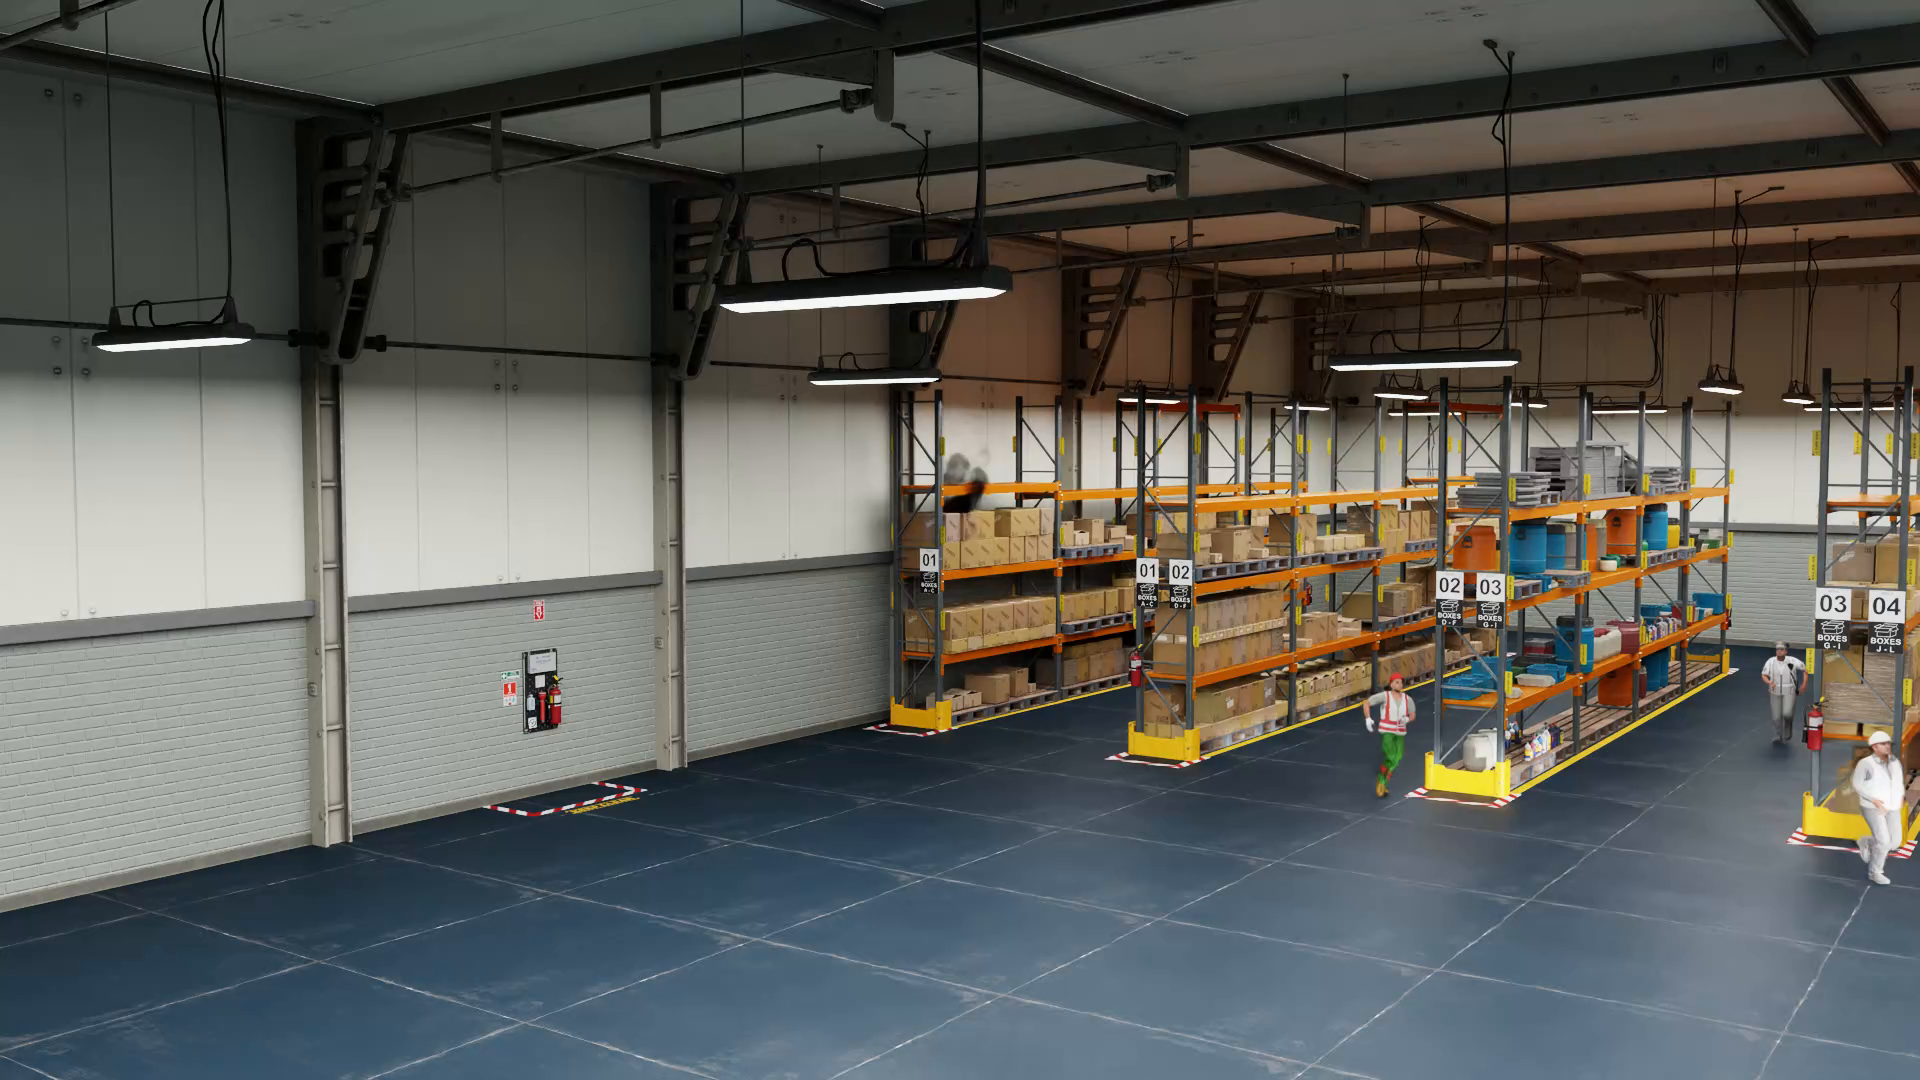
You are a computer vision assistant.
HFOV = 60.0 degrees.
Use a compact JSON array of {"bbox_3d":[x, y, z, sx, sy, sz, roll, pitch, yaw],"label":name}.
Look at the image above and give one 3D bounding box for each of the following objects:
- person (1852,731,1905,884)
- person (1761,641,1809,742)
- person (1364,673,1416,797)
[{"bbox_3d":[10.574,3.060,19.156,0.668,1.743,0.661,0,3,-9],"label":"person"},{"bbox_3d":[13.800,2.555,27.868,0.687,1.738,0.769,2,4,35],"label":"person"},{"bbox_3d":[6.198,2.785,23.807,0.695,1.756,0.630,-1,3,-16],"label":"person"}]
